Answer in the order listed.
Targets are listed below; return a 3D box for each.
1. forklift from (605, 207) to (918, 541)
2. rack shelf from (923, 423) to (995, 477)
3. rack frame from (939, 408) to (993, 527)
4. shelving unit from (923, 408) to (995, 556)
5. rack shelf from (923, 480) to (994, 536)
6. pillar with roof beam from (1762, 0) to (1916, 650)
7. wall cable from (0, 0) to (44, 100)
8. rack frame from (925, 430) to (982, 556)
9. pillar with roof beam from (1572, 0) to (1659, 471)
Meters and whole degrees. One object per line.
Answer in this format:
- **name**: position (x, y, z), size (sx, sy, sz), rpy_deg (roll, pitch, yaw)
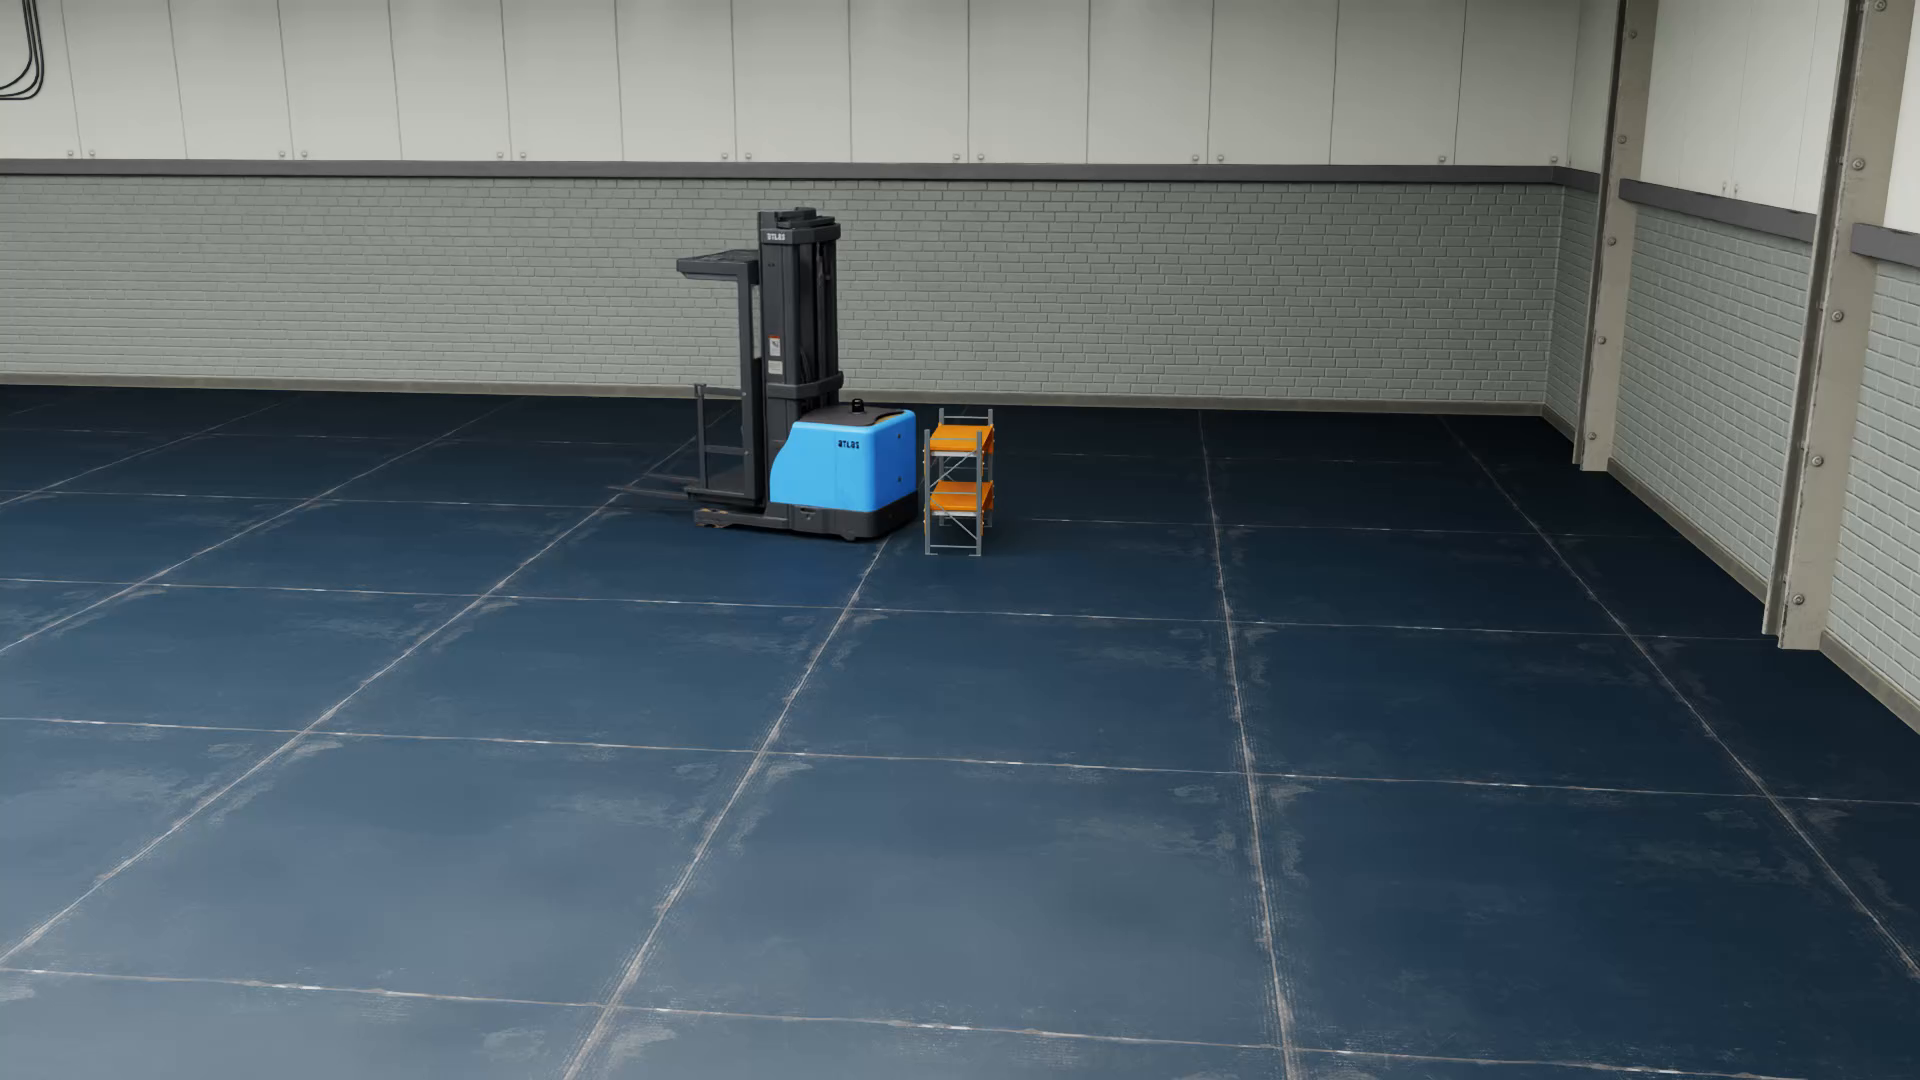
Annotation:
- **forklift**: position (-1.966, -1.641, 15.702), size (3.031, 2.935, 1.130), rpy_deg (7, 16, 23)
- **rack shelf**: position (-0.001, -0.824, 15.020), size (0.538, 0.278, 1.000), rpy_deg (2, 15, 6)
- **rack frame**: position (0.057, -0.673, 15.584), size (0.500, 1.125, 0.032), rpy_deg (2, 15, 6)
- **shelving unit**: position (-0.001, -0.541, 15.097), size (0.538, 1.125, 1.048), rpy_deg (2, 15, 6)
- **rack shelf**: position (-0.001, -0.305, 15.161), size (0.538, 0.278, 1.000), rpy_deg (2, 15, 6)
- **pillar with roof beam**: position (1.957, -3.716, 11.751), size (9.100, 9.000, 0.400), rpy_deg (2, 15, 6)
- **wall cable**: position (-13.310, -8.156, 21.657), size (2.305, 6.003, 0.169), rpy_deg (2, 15, 6)
- **rack frame**: position (-0.058, -0.409, 14.609), size (0.500, 1.125, 0.032), rpy_deg (2, 15, 6)
- **pillar with roof beam**: position (2.634, -5.272, 17.506), size (9.100, 9.000, 0.400), rpy_deg (2, 15, 6)
